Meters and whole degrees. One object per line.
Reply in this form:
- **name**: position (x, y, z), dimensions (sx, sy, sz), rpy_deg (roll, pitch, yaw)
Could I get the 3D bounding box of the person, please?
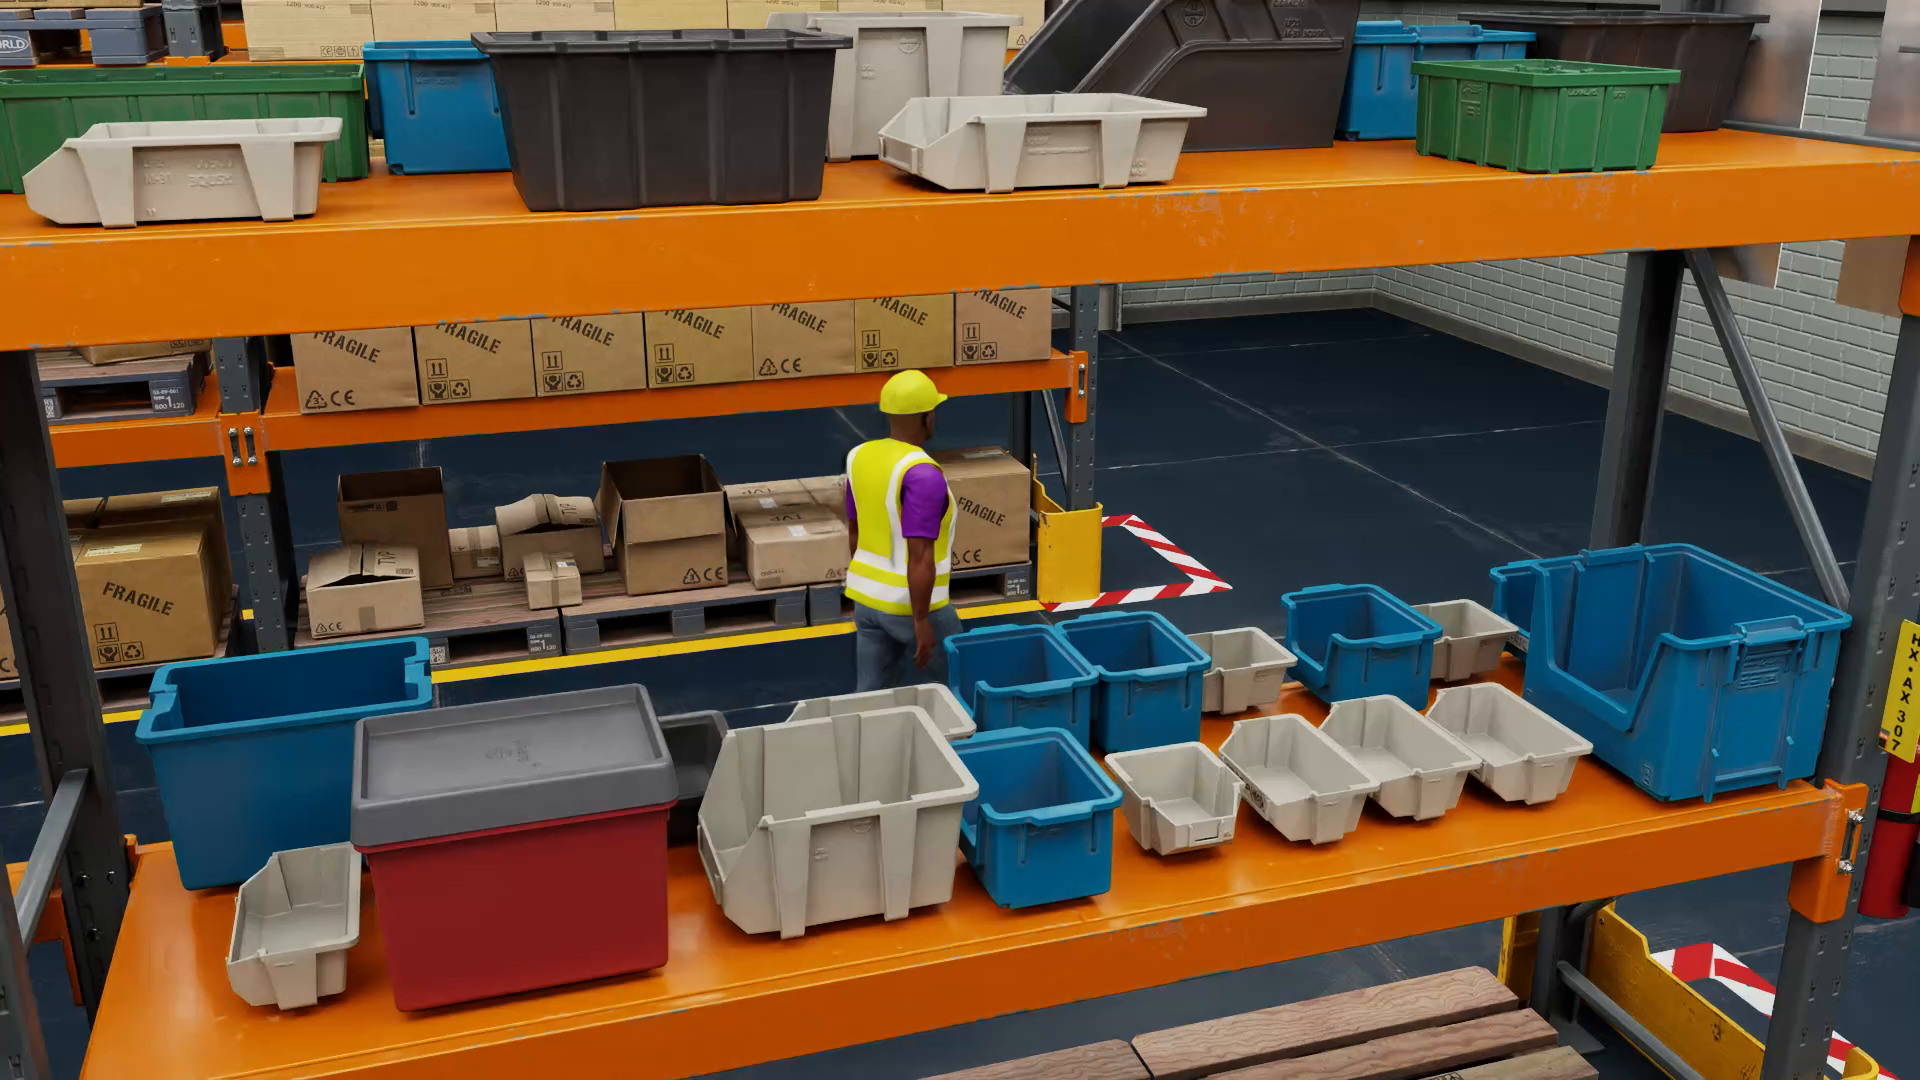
- **person**: position (-0.239, 0.255, 6.321), dimensions (0.573, 1.789, 0.606), rpy_deg (-17, 26, -41)
